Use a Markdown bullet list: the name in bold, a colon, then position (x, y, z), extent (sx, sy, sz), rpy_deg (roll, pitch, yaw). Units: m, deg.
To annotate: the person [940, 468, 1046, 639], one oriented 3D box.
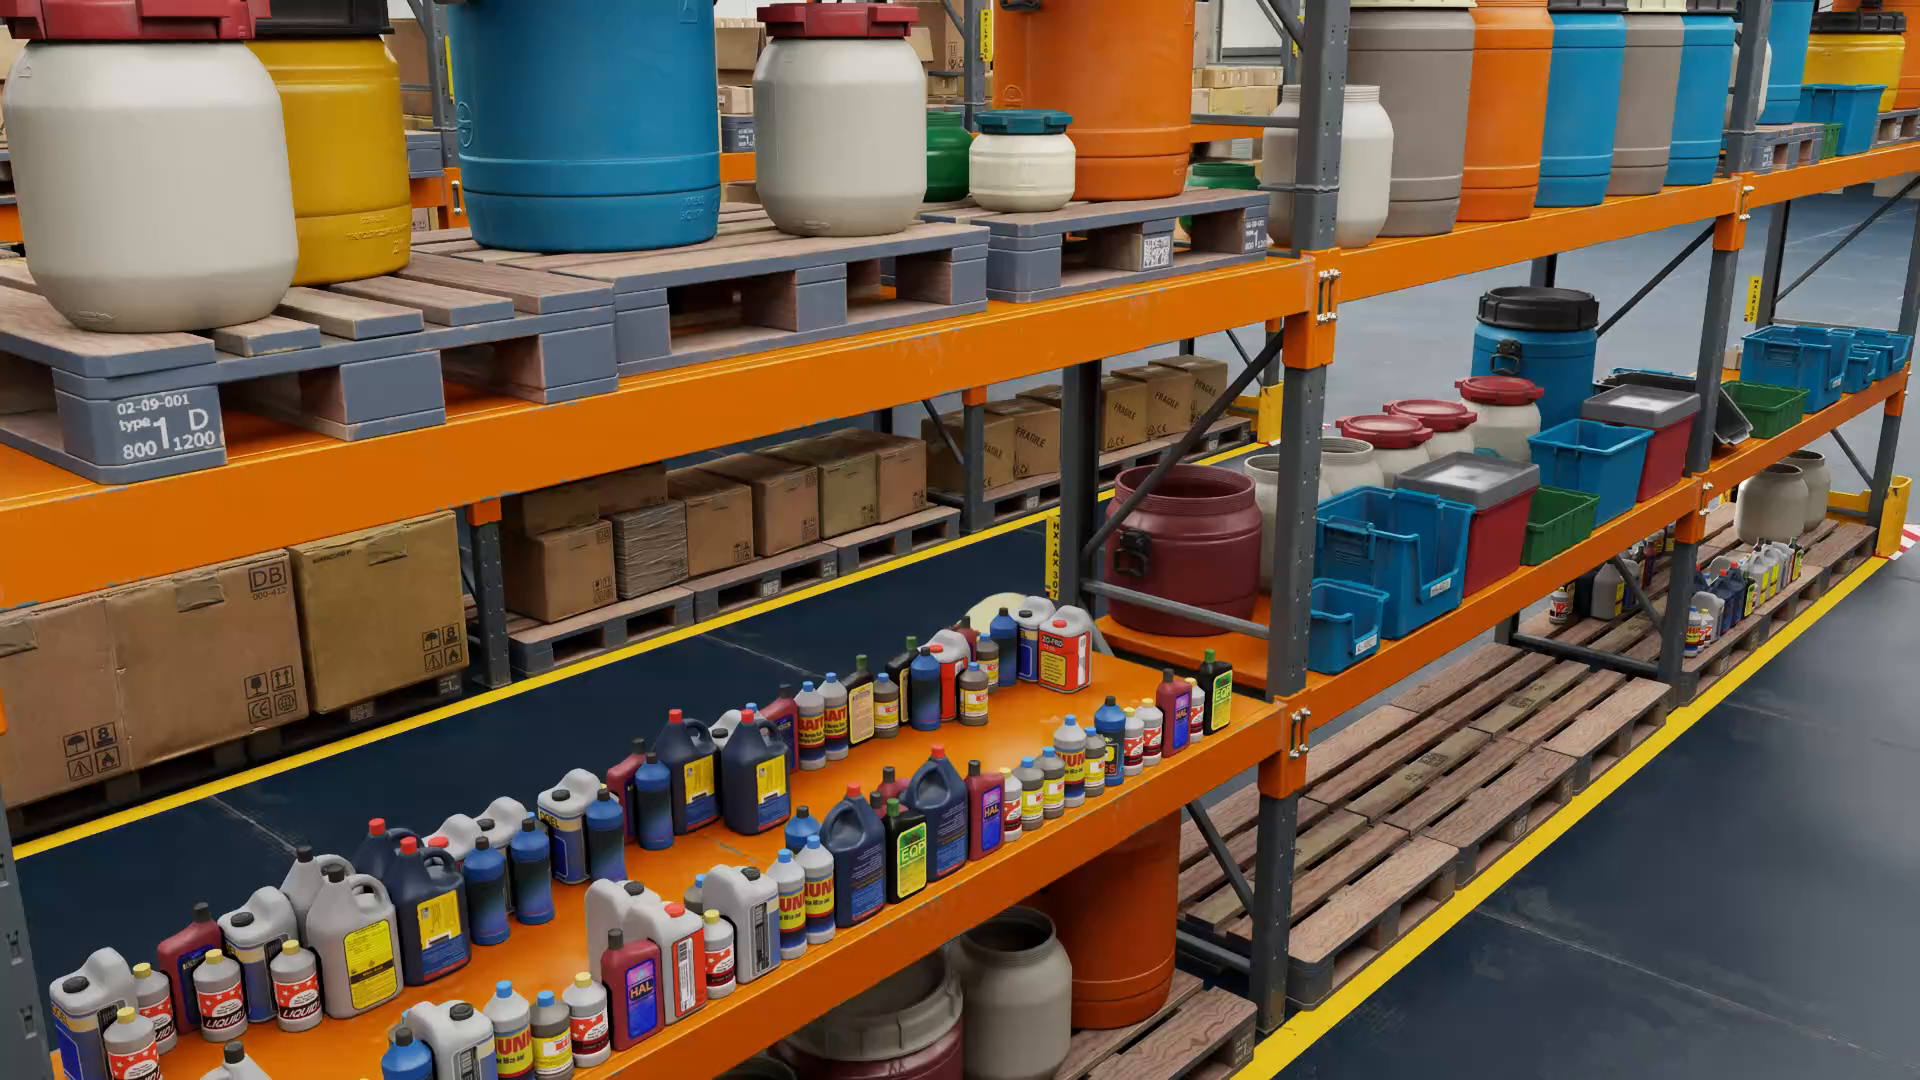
- **person**: position (0.150, 0.329, 8.271), extent (0.403, 1.505, 0.676), rpy_deg (14, 22, 38)
